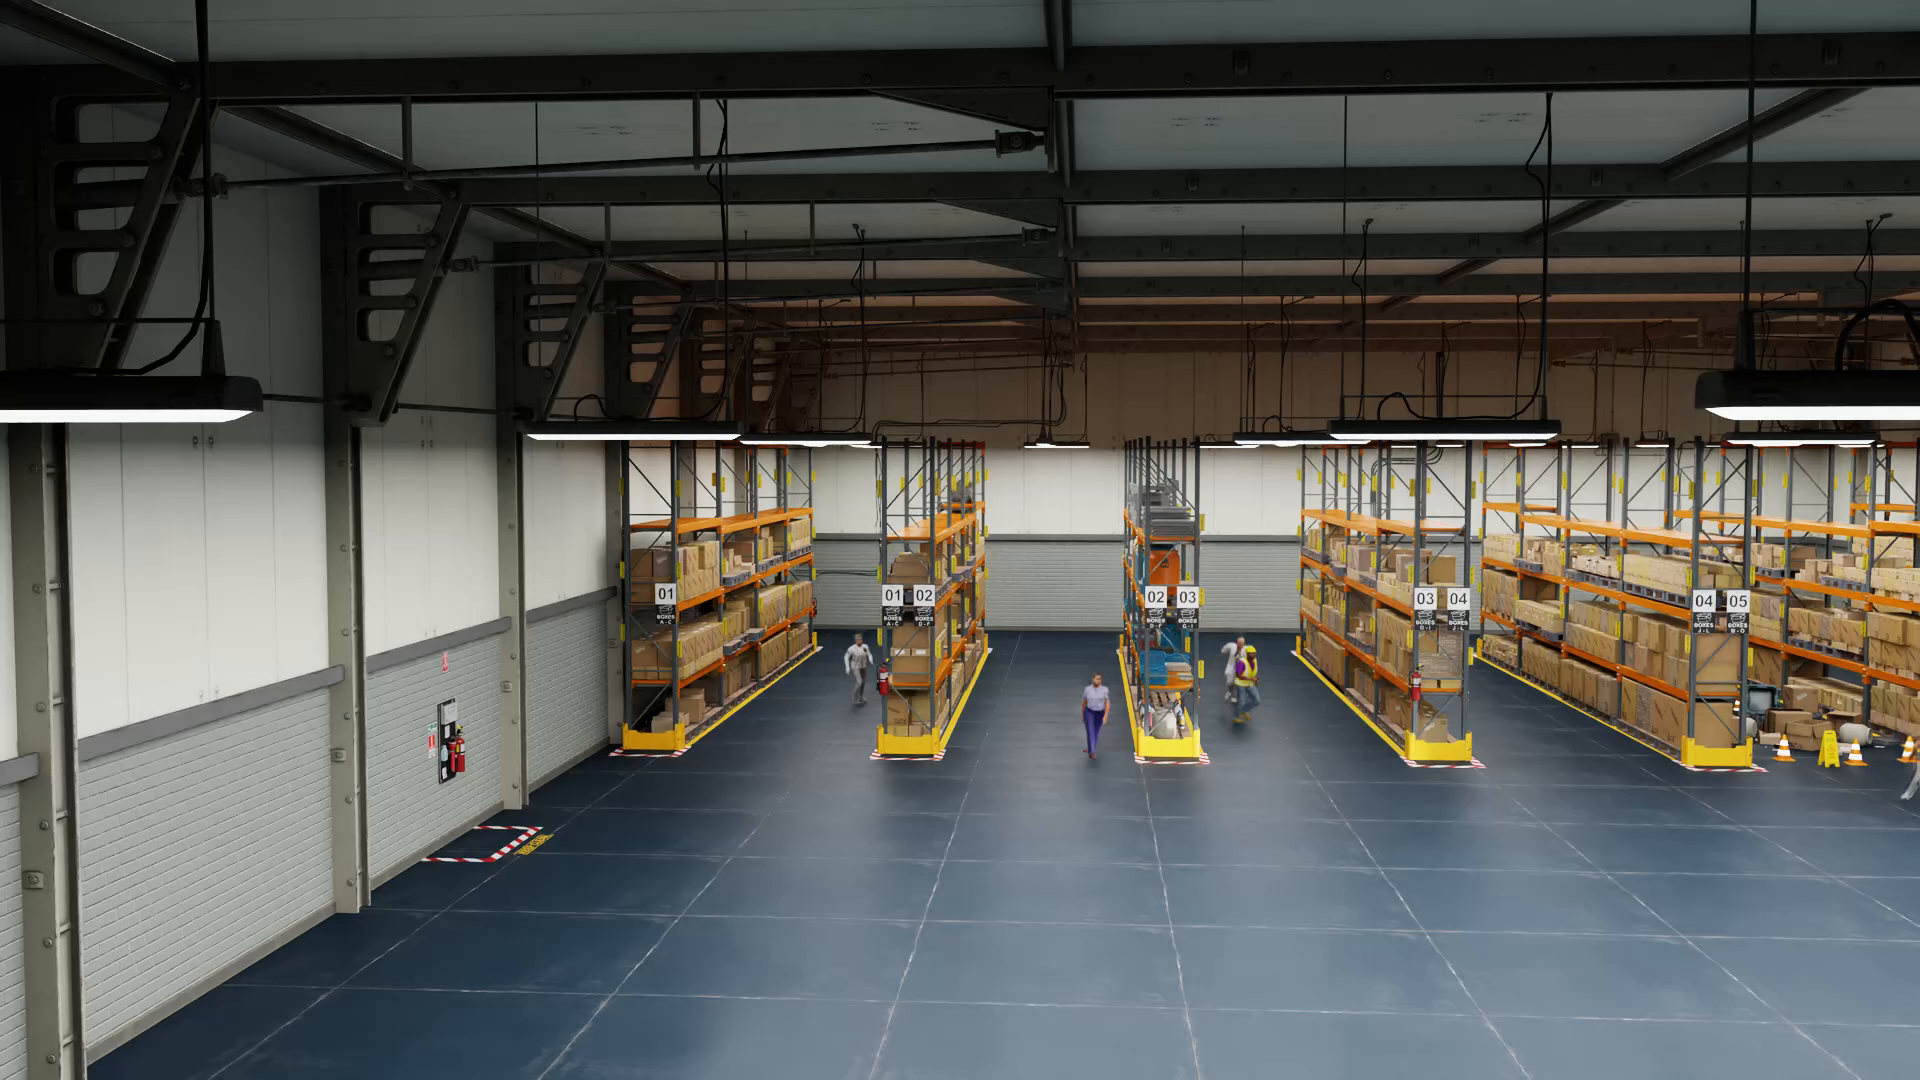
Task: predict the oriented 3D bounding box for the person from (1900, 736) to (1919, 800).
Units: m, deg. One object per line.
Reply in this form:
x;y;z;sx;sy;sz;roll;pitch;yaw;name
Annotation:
15.676;3.488;26.873;0.729;1.591;0.623;0;3;-5;person

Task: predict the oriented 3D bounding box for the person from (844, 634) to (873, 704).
-2.254;2.931;37.732;0.615;1.630;0.755;-2;4;-38;person

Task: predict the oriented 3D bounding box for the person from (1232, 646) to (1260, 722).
6.023;3.031;34.805;0.721;1.656;0.842;-2;4;-32;person

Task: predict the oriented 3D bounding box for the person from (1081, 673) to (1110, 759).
2.524;3.255;31.047;0.515;1.592;0.891;0;3;-4;person

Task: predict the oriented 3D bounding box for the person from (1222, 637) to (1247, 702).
6.257;2.932;37.529;0.722;1.545;1.068;1;3;10;person
